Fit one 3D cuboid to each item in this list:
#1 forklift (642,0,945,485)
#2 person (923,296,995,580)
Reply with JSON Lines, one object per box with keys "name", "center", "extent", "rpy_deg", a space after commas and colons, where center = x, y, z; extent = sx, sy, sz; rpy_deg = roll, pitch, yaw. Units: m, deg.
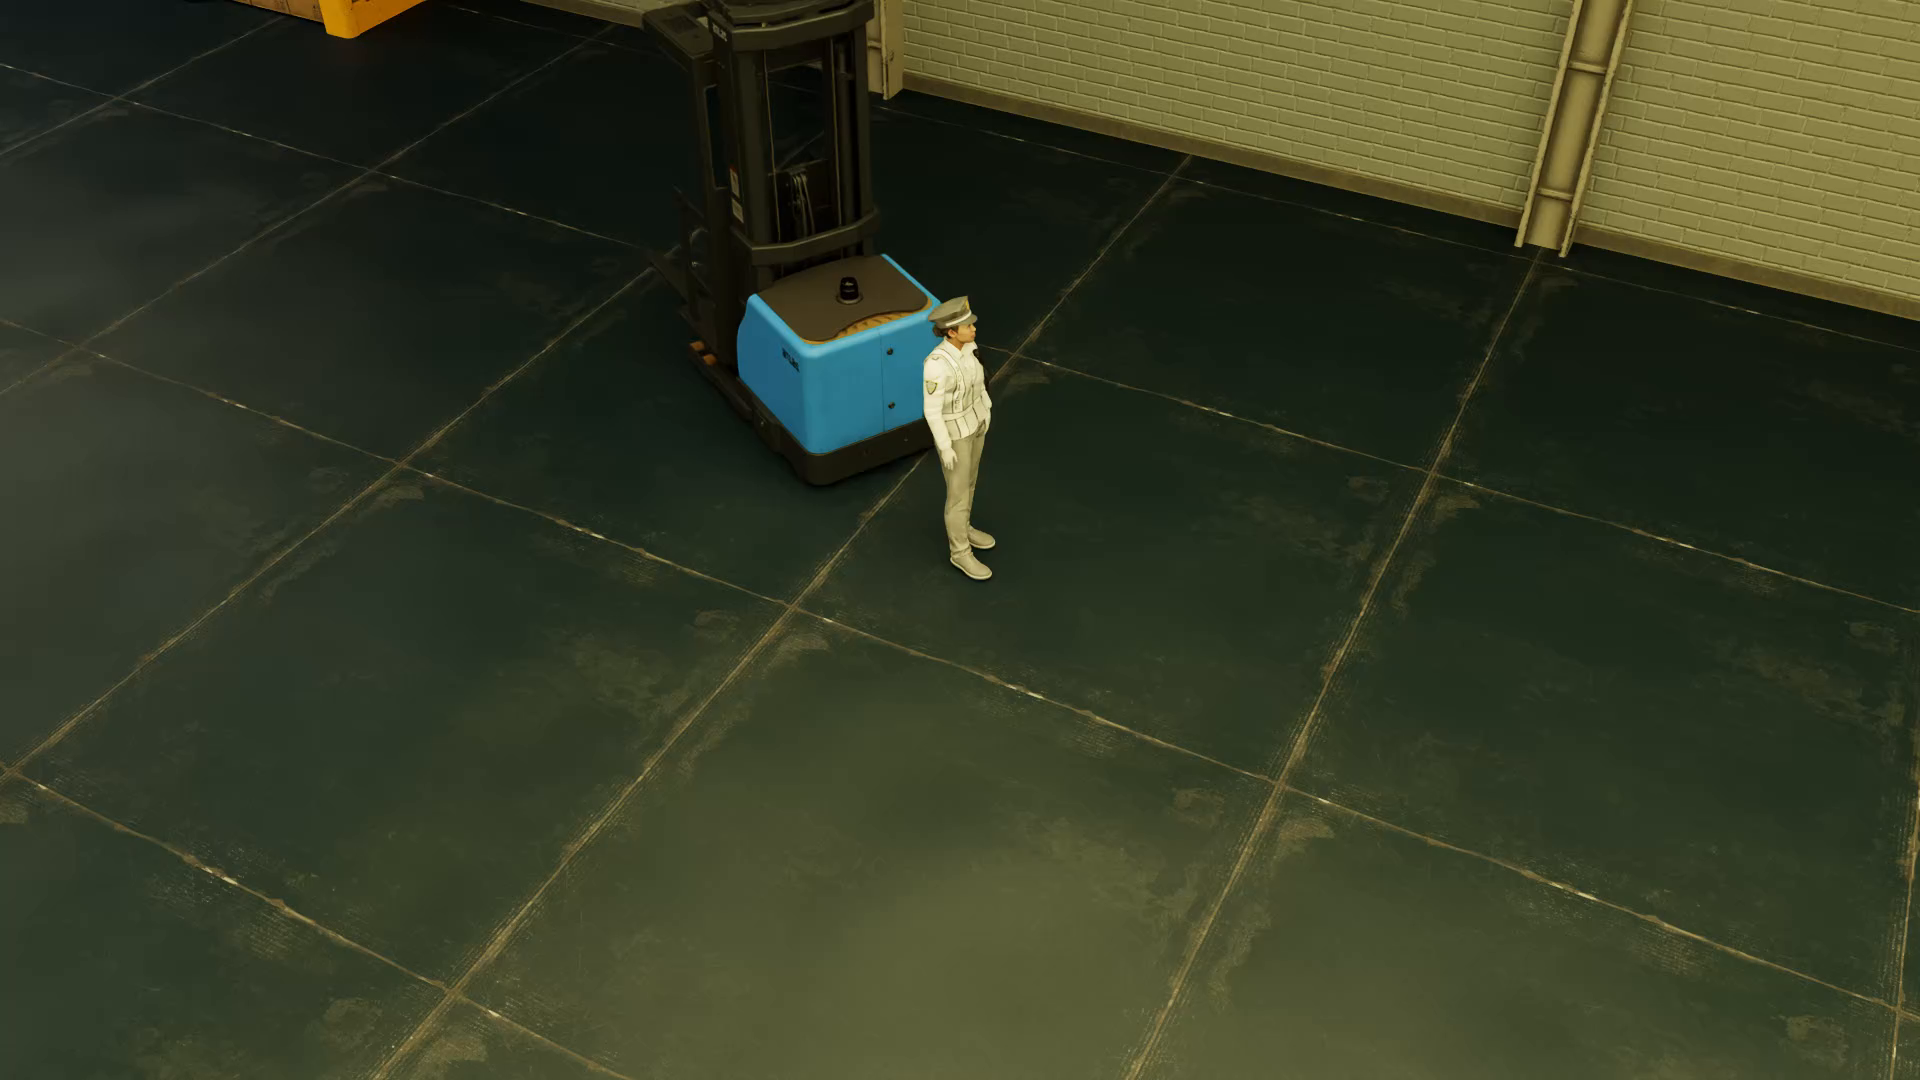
{"name": "forklift", "center": [-1.275, -2.394, 10.829], "extent": [1.130, 2.935, 3.031], "rpy_deg": [-22, 45, -24]}
{"name": "person", "center": [0.057, -0.630, 9.684], "extent": [0.533, 1.697, 0.588], "rpy_deg": [18, 43, 21]}
